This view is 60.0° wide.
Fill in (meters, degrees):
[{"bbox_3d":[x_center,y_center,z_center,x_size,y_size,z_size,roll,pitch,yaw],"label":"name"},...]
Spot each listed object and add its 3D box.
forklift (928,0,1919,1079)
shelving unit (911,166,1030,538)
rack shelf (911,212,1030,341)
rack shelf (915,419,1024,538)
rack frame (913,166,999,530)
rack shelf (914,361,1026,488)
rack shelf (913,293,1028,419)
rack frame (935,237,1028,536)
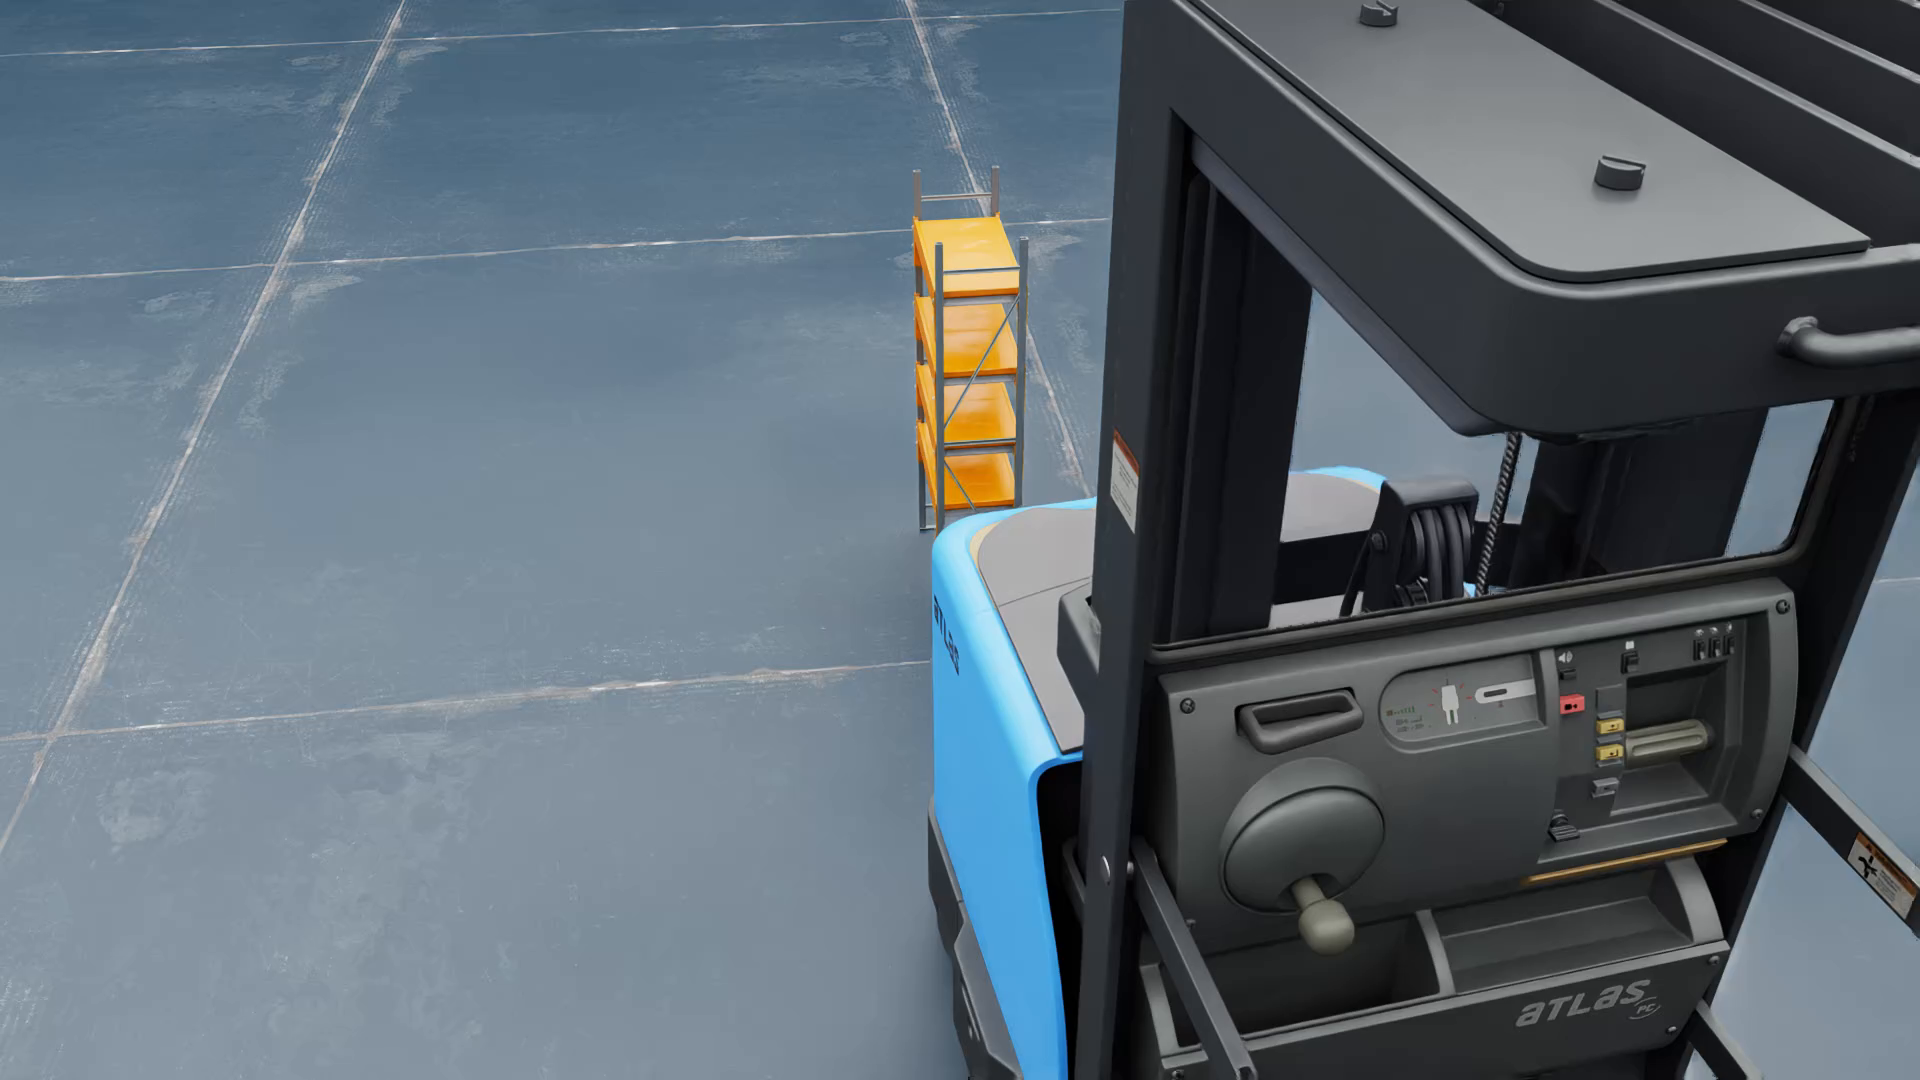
[{"bbox_3d":[0.780,0.370,2.105,1.130,2.935,3.031,-8,35,-12],"label":"forklift"},{"bbox_3d":[0.022,-0.403,4.777,0.258,1.200,0.503,-4,35,-6],"label":"shelving unit"},{"bbox_3d":[0.022,-0.728,4.555,0.258,0.148,0.480,-4,35,-6],"label":"rack shelf"},{"bbox_3d":[0.022,-0.184,4.926,0.258,0.148,0.480,-4,35,-6],"label":"rack shelf"},{"bbox_3d":[-0.011,-0.540,4.976,0.240,1.200,0.015,-4,35,-6],"label":"rack frame"},{"bbox_3d":[0.022,-0.348,4.814,0.258,0.148,0.480,-4,35,-6],"label":"rack shelf"},{"bbox_3d":[0.022,-0.533,4.688,0.258,0.148,0.480,-4,35,-6],"label":"rack shelf"},{"bbox_3d":[0.055,-0.267,4.577,0.240,1.200,0.015,-4,35,-6],"label":"rack frame"}]
